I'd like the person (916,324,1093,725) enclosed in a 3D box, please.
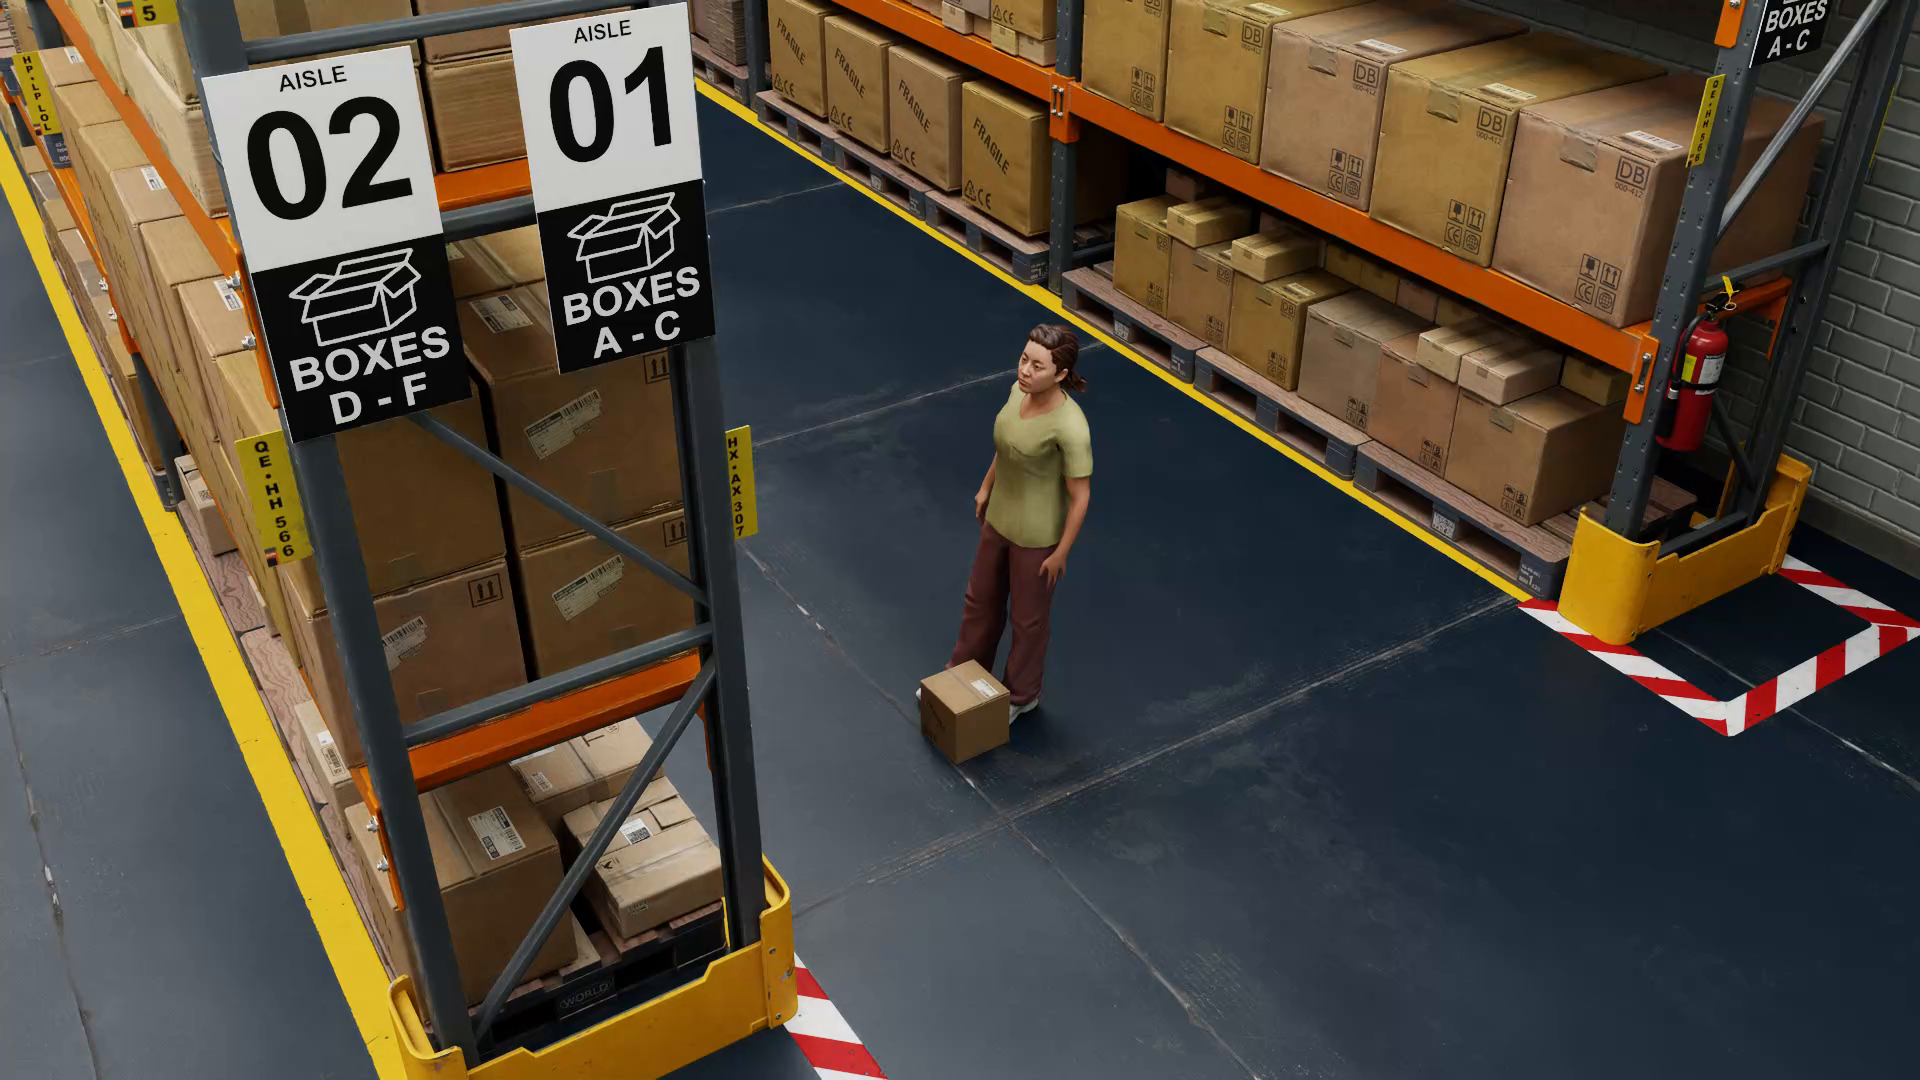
[{"bbox_3d":[0.184,-0.021,6.156,0.548,1.673,0.554,-19,37,-27],"label":"person"}]
